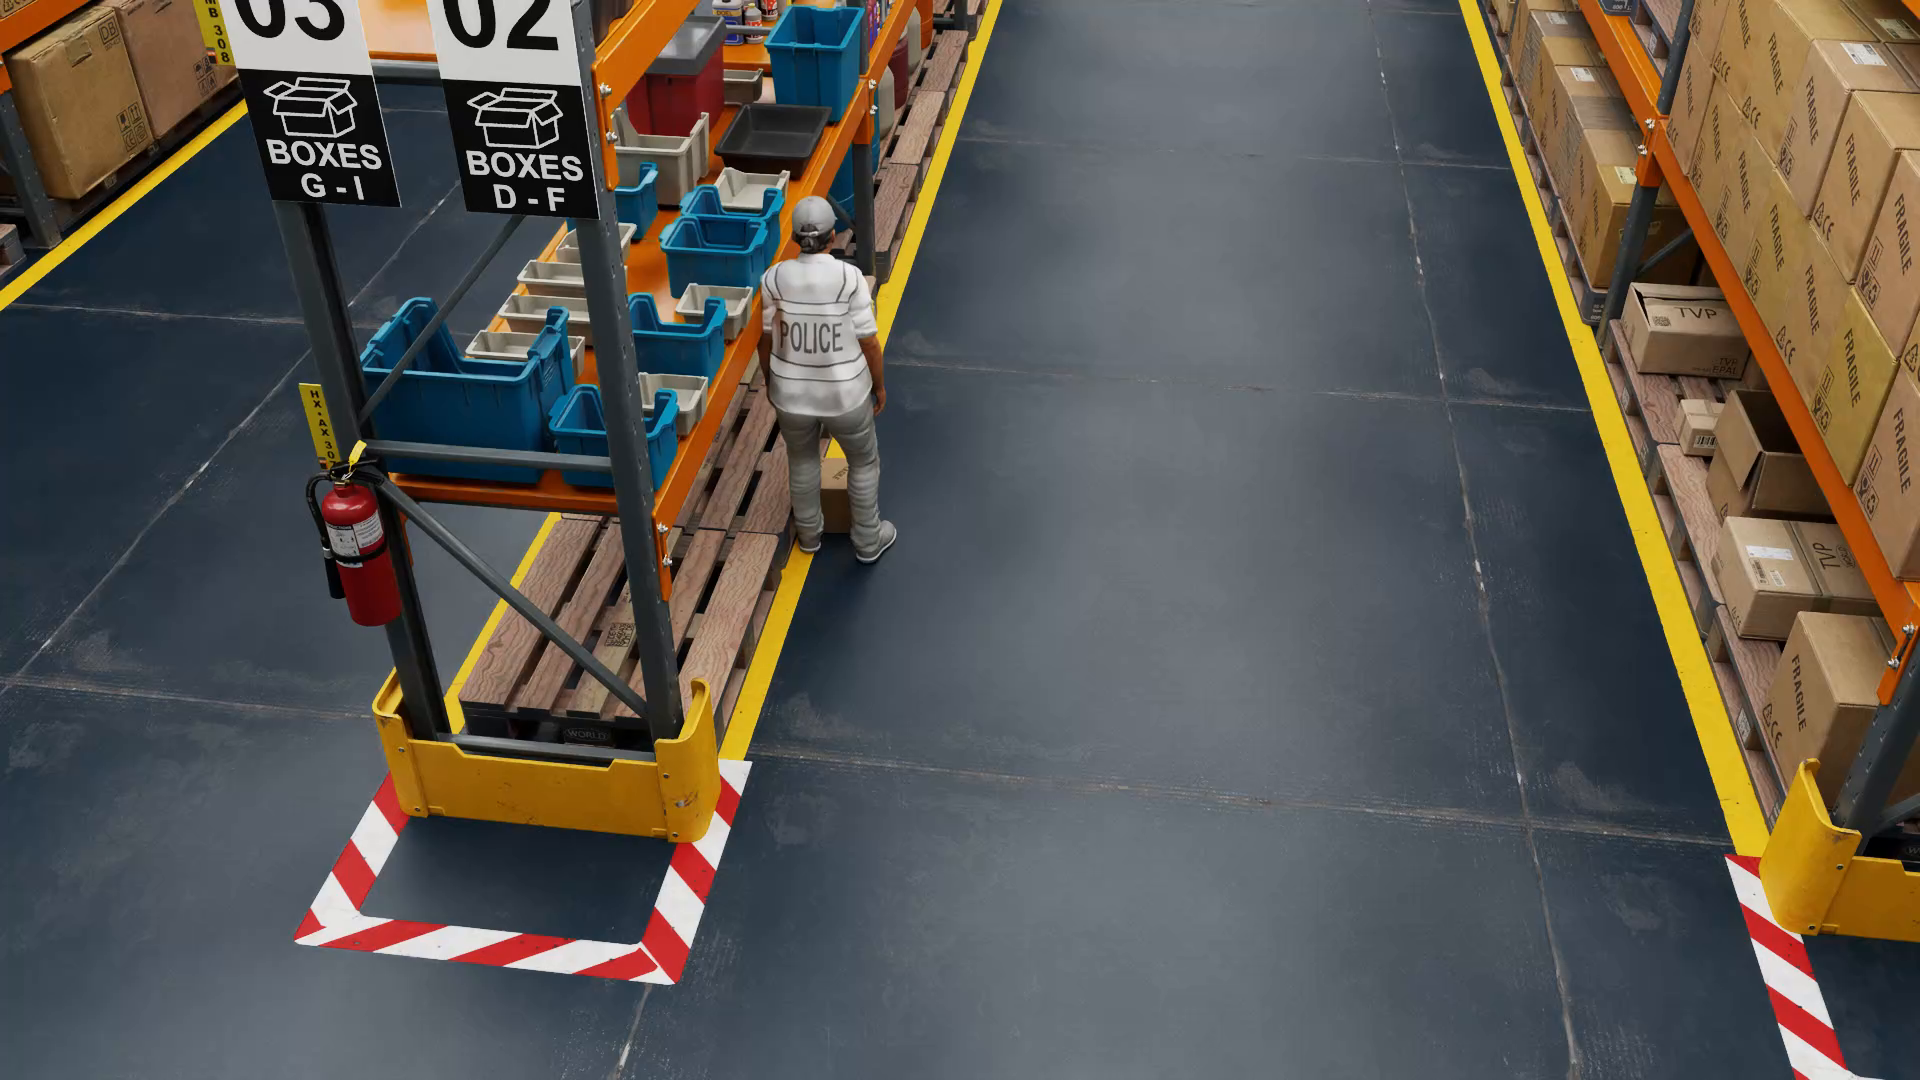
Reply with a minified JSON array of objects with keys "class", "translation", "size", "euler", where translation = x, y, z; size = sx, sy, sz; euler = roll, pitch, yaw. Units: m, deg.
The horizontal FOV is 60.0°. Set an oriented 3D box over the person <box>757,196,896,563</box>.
[{"class":"person","translation":[-0.567,-0.643,7.015],"size":[0.537,1.666,0.467],"euler":[4,37,6]}]
